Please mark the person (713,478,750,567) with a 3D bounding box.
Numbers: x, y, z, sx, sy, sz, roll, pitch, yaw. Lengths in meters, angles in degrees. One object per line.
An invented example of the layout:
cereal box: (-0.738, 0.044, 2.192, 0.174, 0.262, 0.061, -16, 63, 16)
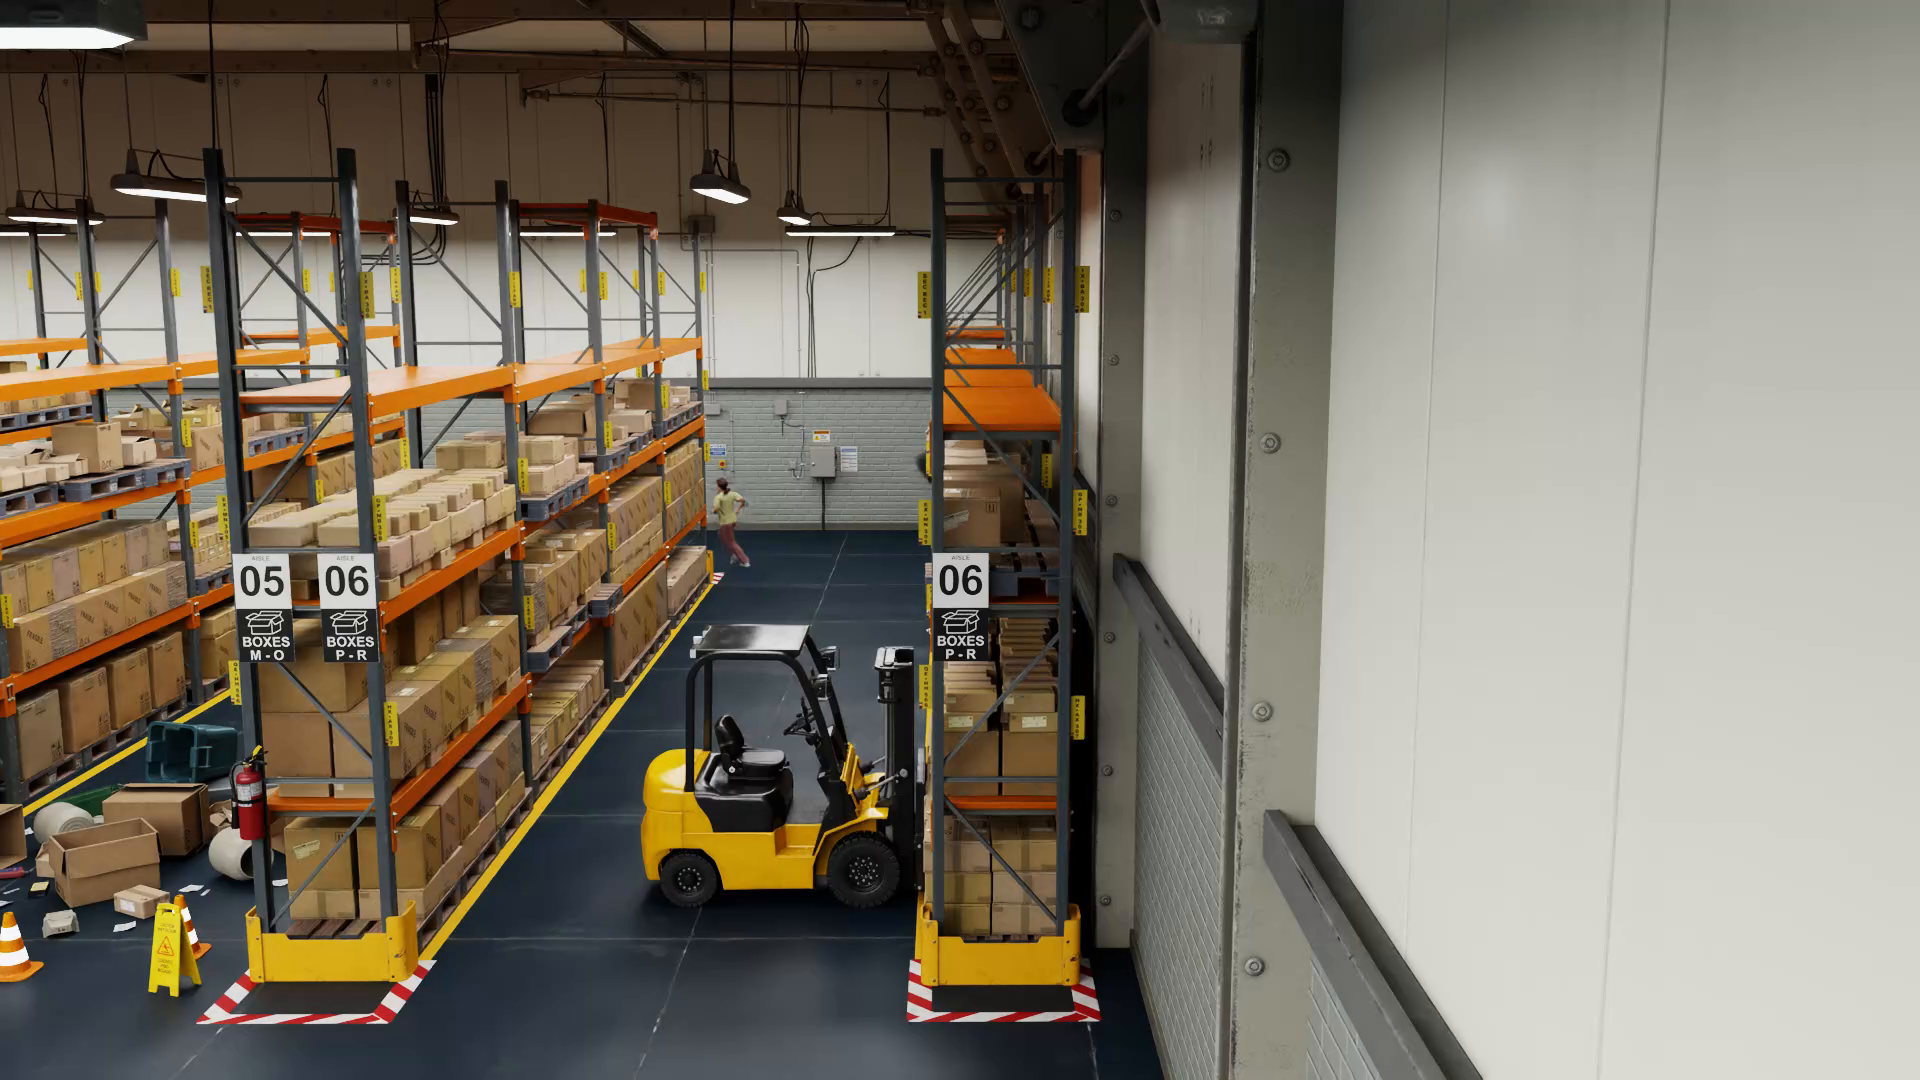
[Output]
person: (-4.074, -0.305, 29.145, 0.687, 1.588, 0.636, 6, 11, 33)
